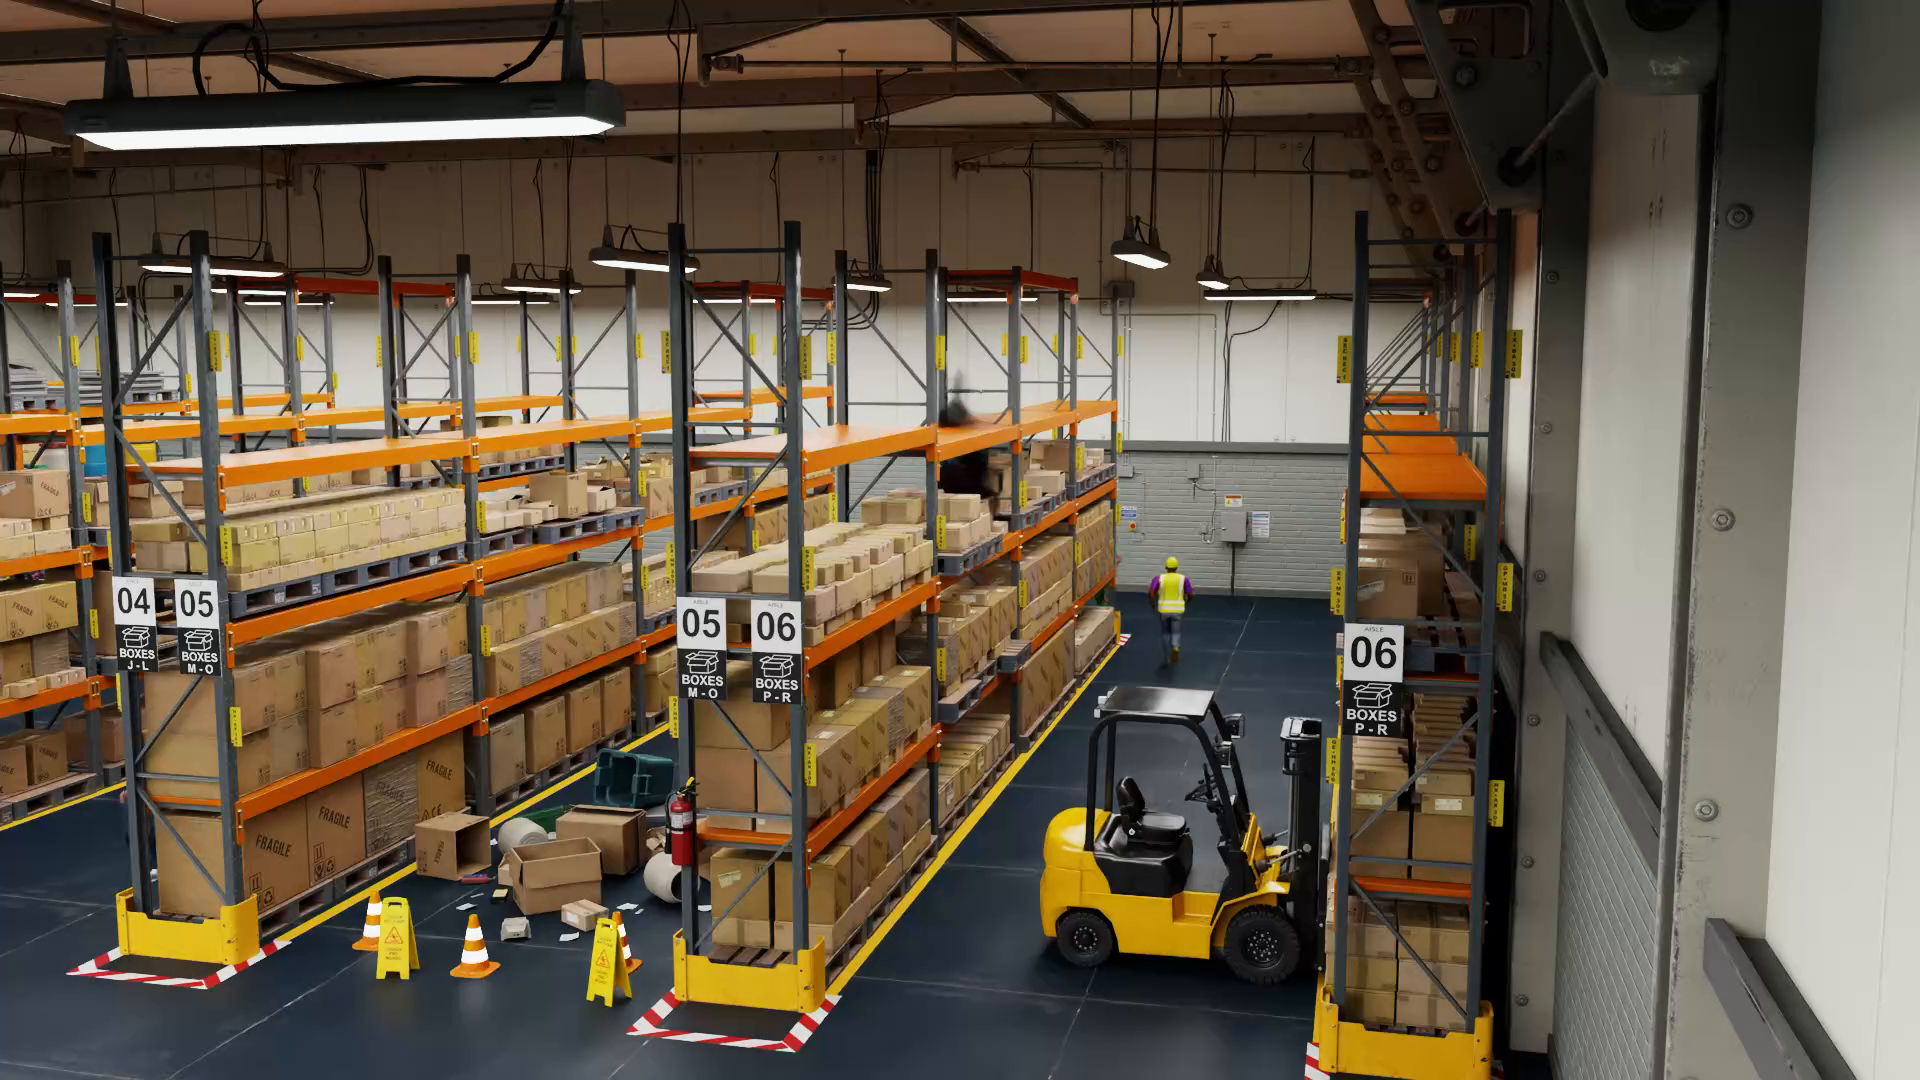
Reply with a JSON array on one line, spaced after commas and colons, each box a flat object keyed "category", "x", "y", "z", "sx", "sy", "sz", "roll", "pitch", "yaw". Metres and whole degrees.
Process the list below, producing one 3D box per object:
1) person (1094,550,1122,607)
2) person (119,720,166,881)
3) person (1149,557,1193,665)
[{"category": "person", "x": 2.459, "y": 0.700, "z": 29.595, "sx": 0.545, "sy": 1.730, "sz": 0.707, "roll": 7, "pitch": 10, "yaw": 44}, {"category": "person", "x": -7.741, "y": 2.482, "z": 15.807, "sx": 0.541, "sy": 1.562, "sz": 0.544, "roll": 1, "pitch": 7, "yaw": 8}, {"category": "person", "x": 3.299, "y": 1.137, "z": 26.043, "sx": 0.689, "sy": 1.734, "sz": 0.832, "roll": 1, "pitch": 7, "yaw": 9}]
